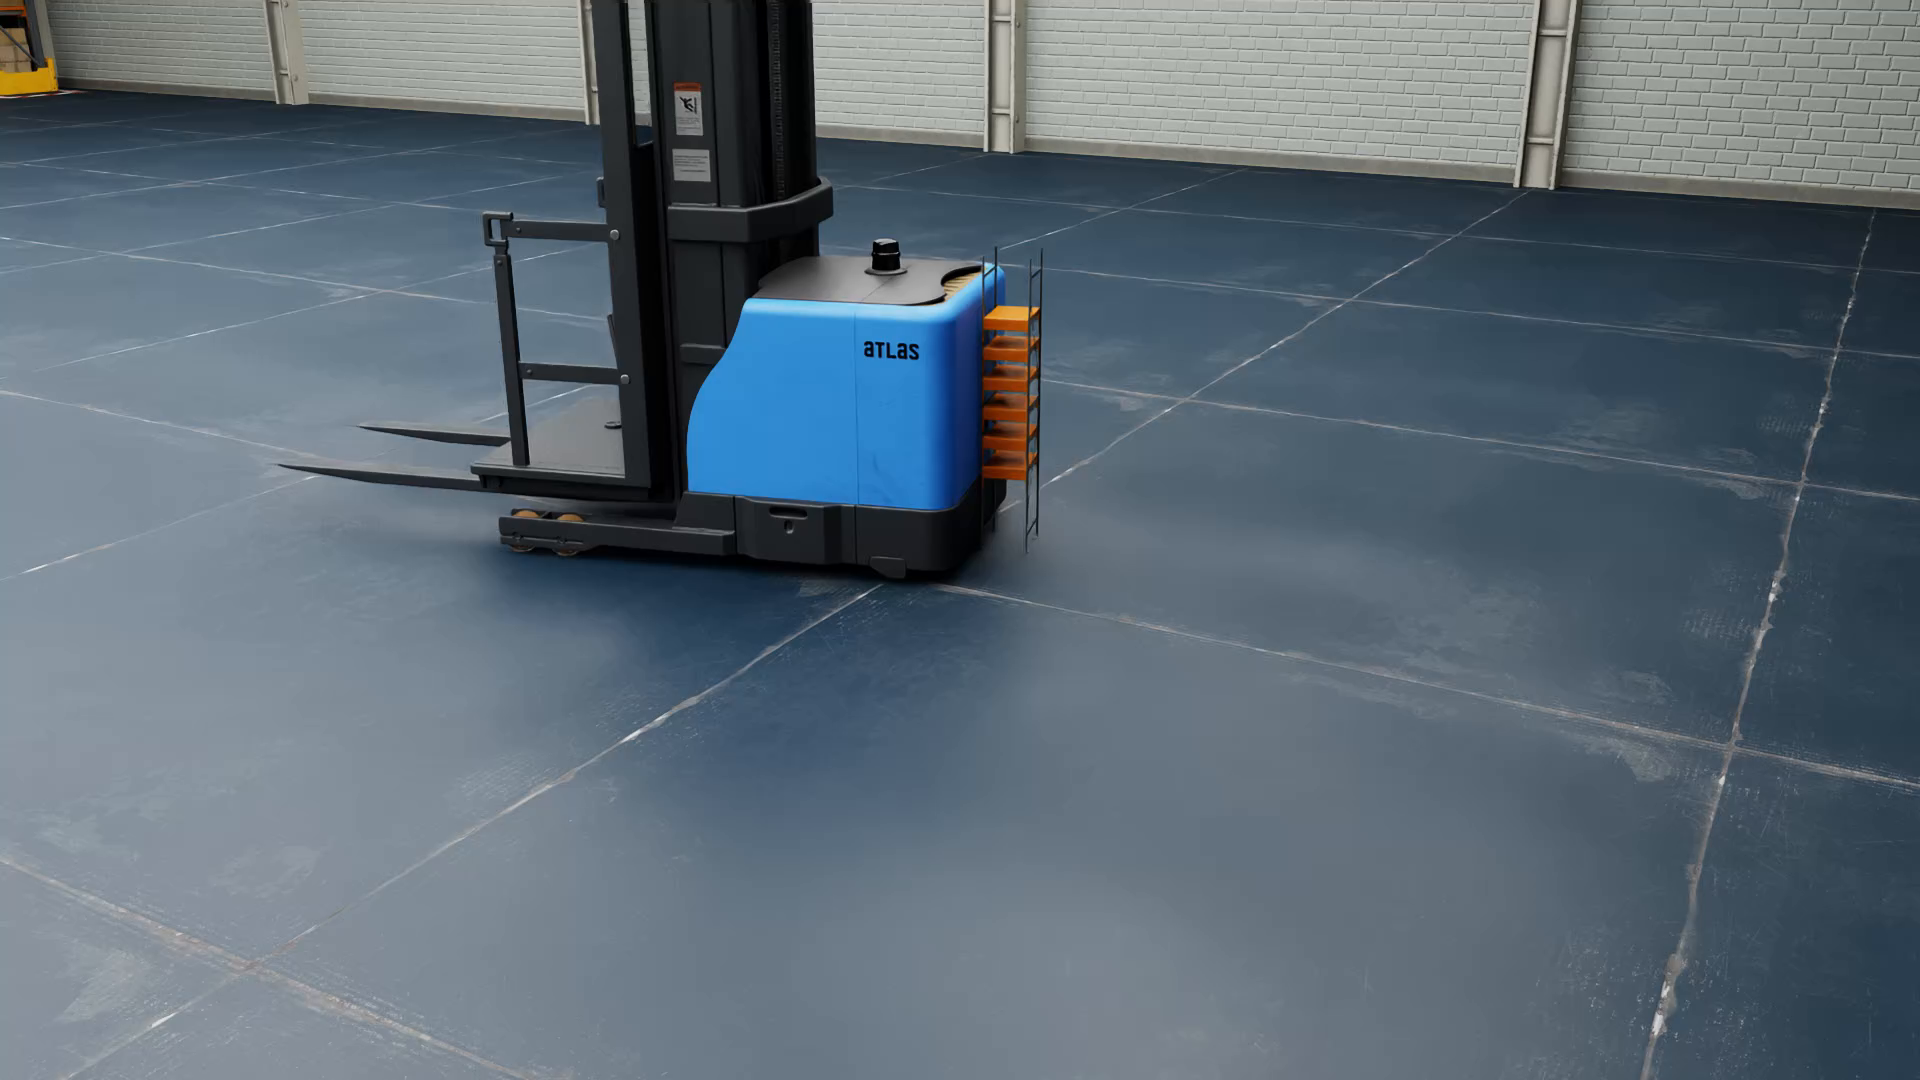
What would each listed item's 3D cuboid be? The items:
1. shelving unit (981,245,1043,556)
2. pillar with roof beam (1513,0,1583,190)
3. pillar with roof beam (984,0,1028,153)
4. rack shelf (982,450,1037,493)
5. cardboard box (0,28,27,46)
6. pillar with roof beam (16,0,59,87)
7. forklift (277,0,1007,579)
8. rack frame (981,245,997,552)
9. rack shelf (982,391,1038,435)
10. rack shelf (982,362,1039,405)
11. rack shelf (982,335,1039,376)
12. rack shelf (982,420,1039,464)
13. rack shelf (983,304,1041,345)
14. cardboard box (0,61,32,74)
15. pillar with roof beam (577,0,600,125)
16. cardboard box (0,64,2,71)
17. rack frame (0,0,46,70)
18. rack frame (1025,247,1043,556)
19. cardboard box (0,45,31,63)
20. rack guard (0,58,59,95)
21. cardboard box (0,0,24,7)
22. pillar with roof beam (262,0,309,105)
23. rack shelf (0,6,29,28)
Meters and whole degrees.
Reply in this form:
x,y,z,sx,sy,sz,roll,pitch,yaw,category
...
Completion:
x,y,z,sx,sy,sz,roll,pitch,yaw,category
0.204,-0.548,6.618,0.189,1.200,0.258,5,20,13,shelving unit
3.658,-6.479,11.529,0.400,9.000,9.100,11,23,27,pillar with roof beam
-1.580,-7.476,14.279,0.400,9.000,9.100,11,23,27,pillar with roof beam
0.204,-0.281,6.715,0.180,0.103,0.258,5,20,13,rack shelf
-15.354,-8.058,26.631,0.500,0.250,0.500,10,22,26,cardboard box
-17.295,-10.470,22.532,0.400,9.000,9.100,11,23,27,pillar with roof beam
-1.373,-1.481,6.648,3.031,2.935,1.130,5,20,13,forklift
0.116,-0.556,6.638,0.006,1.200,0.240,5,20,13,rack frame
0.204,-0.507,6.633,0.180,0.103,0.258,5,20,13,rack shelf
0.204,-0.619,6.592,0.180,0.103,0.258,5,20,13,rack shelf
0.204,-0.732,6.551,0.180,0.103,0.258,5,20,13,rack shelf
0.204,-0.394,6.674,0.180,0.103,0.258,5,20,13,rack shelf
0.204,-0.845,6.510,0.180,0.103,0.258,5,20,13,rack shelf
-15.360,-7.592,26.812,0.500,0.250,0.500,11,23,28,cardboard box
-6.819,-8.474,17.030,0.400,9.000,9.100,11,23,27,pillar with roof beam
-15.591,-7.436,26.382,0.500,0.250,0.500,11,23,28,cardboard box
-15.027,-8.547,26.029,0.127,3.000,1.000,11,23,27,rack frame
0.293,-0.541,6.597,0.006,1.200,0.240,5,20,13,rack frame
-15.336,-7.827,26.727,0.500,0.250,0.500,11,23,28,cardboard box
-15.006,-7.368,26.444,0.348,0.500,1.175,11,23,27,rack guard
-15.324,-8.759,26.467,0.500,0.500,0.500,12,23,29,cardboard box
-12.057,-9.472,19.781,0.400,9.000,9.100,11,23,27,pillar with roof beam
-16.773,-8.541,27.068,4.000,0.370,1.077,11,23,27,rack shelf
